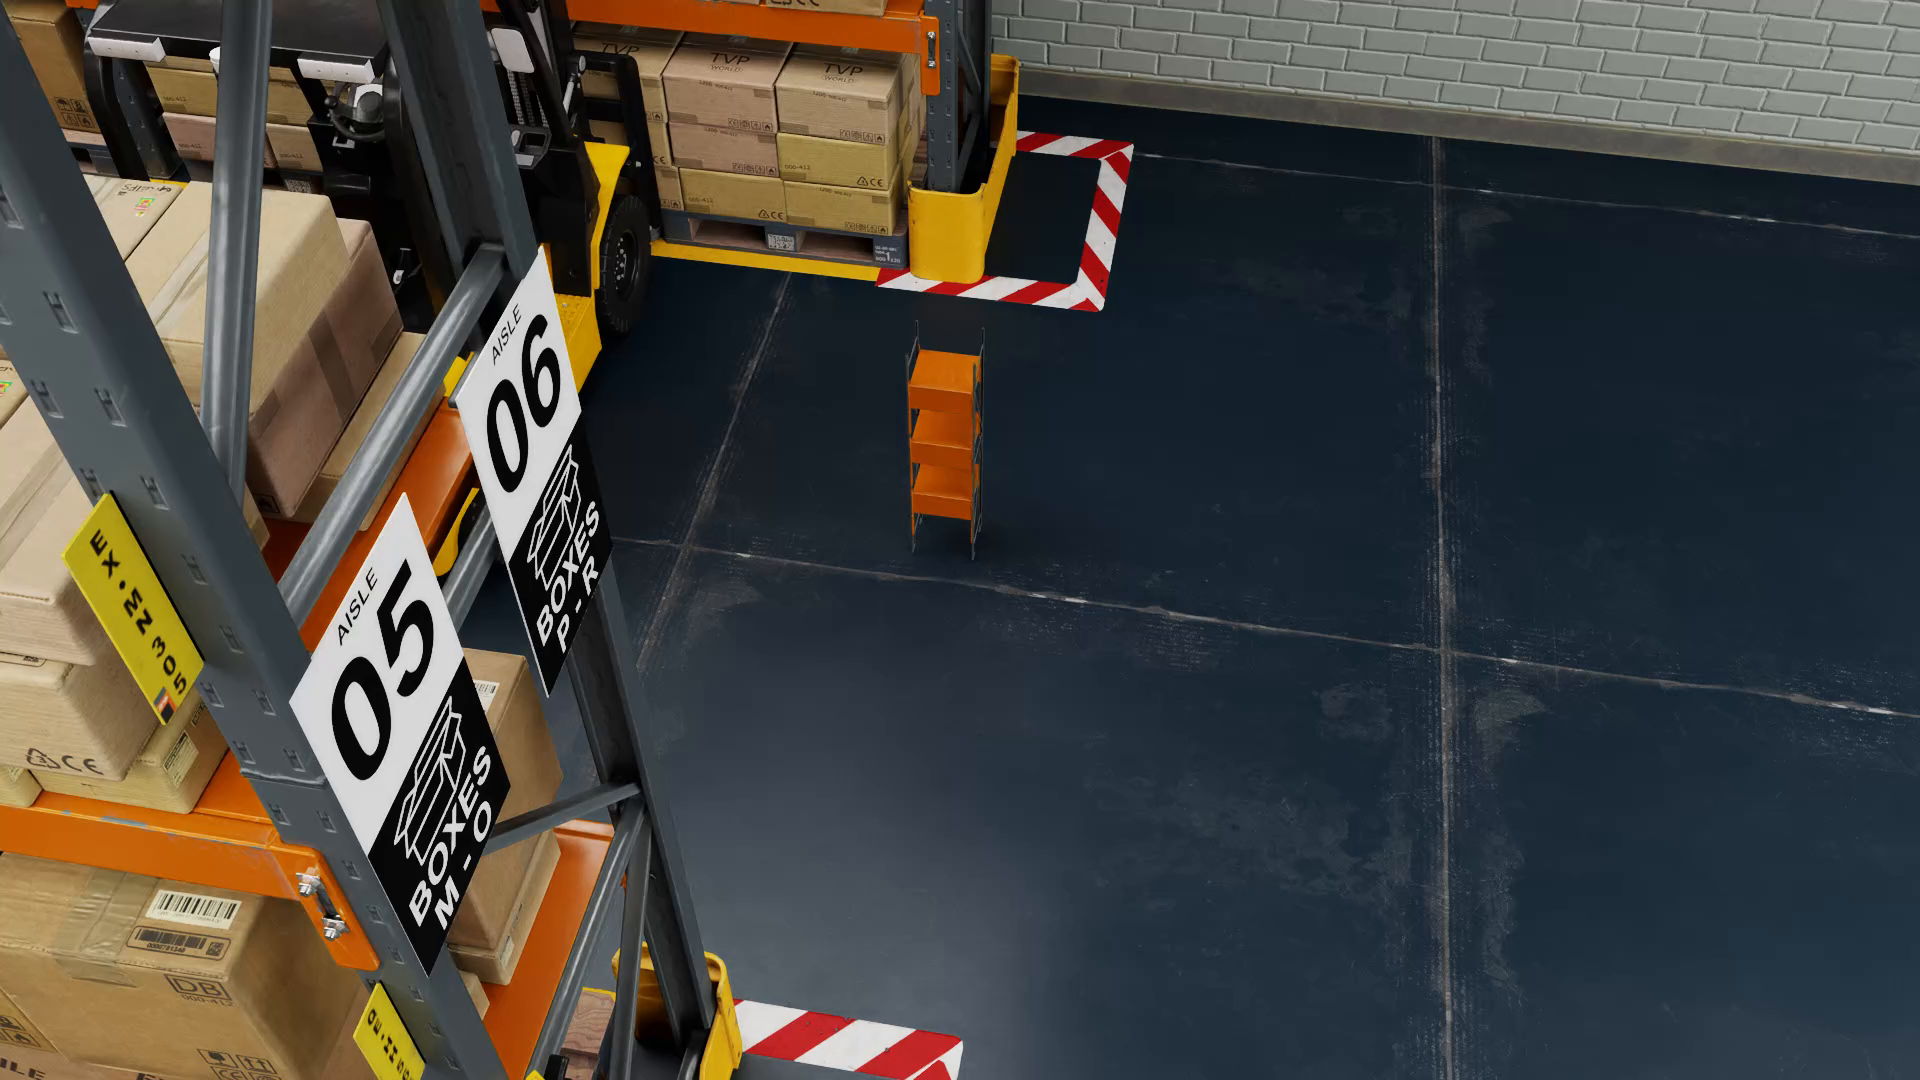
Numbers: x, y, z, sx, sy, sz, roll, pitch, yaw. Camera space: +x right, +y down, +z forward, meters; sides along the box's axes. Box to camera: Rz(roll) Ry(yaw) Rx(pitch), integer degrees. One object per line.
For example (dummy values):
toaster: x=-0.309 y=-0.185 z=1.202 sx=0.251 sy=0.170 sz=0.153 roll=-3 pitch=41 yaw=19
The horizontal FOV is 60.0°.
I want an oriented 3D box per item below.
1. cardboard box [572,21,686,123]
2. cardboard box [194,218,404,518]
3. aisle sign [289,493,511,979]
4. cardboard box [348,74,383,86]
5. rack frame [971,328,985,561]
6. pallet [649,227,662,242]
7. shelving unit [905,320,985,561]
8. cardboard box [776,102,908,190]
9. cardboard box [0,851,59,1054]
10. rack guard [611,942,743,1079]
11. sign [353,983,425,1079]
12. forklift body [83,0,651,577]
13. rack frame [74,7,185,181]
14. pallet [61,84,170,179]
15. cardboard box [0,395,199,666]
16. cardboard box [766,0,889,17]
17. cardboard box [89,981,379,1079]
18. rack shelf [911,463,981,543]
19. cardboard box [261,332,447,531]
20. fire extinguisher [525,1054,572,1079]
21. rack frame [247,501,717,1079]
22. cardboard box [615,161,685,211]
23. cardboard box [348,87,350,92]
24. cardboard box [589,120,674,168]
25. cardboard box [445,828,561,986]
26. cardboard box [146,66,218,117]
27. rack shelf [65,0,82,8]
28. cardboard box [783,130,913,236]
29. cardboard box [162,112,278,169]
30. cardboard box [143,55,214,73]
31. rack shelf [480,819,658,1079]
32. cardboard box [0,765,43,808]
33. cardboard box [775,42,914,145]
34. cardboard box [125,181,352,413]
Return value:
cardboard box: x=-1.508 y=-2.160 z=7.540 sx=0.500 sy=0.250 sz=0.500 roll=8 pitch=49 yaw=7
cardboard box: x=-1.325 y=-0.329 z=2.885 sx=0.500 sy=0.250 sz=0.500 roll=7 pitch=48 yaw=6
aisle sign: x=-0.868 y=0.336 z=2.655 sx=0.004 sy=0.787 sz=0.394 roll=8 pitch=49 yaw=7
cardboard box: x=-2.521 y=-2.308 z=7.673 sx=0.500 sy=0.250 sz=0.500 roll=9 pitch=49 yaw=8
rack frame: x=0.067 y=-0.342 z=6.323 sx=0.008 sy=1.050 sz=0.200 roll=8 pitch=49 yaw=7
pallet: x=-1.955 y=-1.951 z=8.333 sx=1.213 sy=0.211 sz=1.003 roll=8 pitch=49 yaw=7
shelving unit: x=-0.053 y=-0.358 z=6.338 sx=0.252 sy=1.050 sz=0.215 roll=8 pitch=49 yaw=7
cardboard box: x=-0.533 y=-1.873 z=7.619 sx=0.500 sy=0.250 sz=0.500 roll=7 pitch=48 yaw=6
cardboard box: x=-1.915 y=0.537 z=3.283 sx=0.500 sy=0.500 sz=0.700 roll=8 pitch=49 yaw=7
rack guard: x=-0.952 y=1.810 z=4.759 sx=0.348 sy=0.500 sz=1.175 roll=8 pitch=49 yaw=7
sign: x=-0.996 y=0.896 z=2.910 sx=0.005 sy=0.325 sz=0.100 roll=8 pitch=49 yaw=7
forklift body: x=-2.189 y=-1.281 z=6.427 sx=1.214 sy=2.155 sz=2.313 roll=8 pitch=49 yaw=7
rack frame: x=-3.934 y=-3.178 z=7.561 sx=0.127 sy=3.000 sz=1.000 roll=8 pitch=49 yaw=7
pallet: x=-4.666 y=-2.315 z=8.660 sx=1.213 sy=0.211 sz=1.003 roll=8 pitch=49 yaw=7
cardboard box: x=-1.262 y=-0.029 z=2.348 sx=0.250 sy=0.149 sz=0.380 roll=8 pitch=49 yaw=7
cardboard box: x=-0.529 y=-2.555 z=6.934 sx=0.500 sy=0.500 sz=0.500 roll=7 pitch=48 yaw=6
cardboard box: x=-1.460 y=0.982 z=3.556 sx=0.500 sy=0.500 sz=0.500 roll=7 pitch=48 yaw=6
rack shelf: x=-0.053 y=-0.165 z=6.552 sx=0.240 sy=0.259 sz=0.215 roll=8 pitch=49 yaw=7
cardboard box: x=-1.146 y=-0.215 z=3.051 sx=0.250 sy=0.149 sz=0.380 roll=8 pitch=49 yaw=7
fire extinguisher: x=-0.846 y=1.363 z=3.533 sx=0.183 sy=0.674 sz=0.296 roll=8 pitch=49 yaw=7
rack frame: x=-0.877 y=0.985 z=3.821 sx=0.127 sy=3.000 sz=1.000 roll=8 pitch=49 yaw=7
cardboard box: x=-1.495 y=-1.847 z=7.931 sx=0.500 sy=0.250 sz=0.500 roll=8 pitch=49 yaw=7
cardboard box: x=-2.525 y=-2.137 z=7.855 sx=0.500 sy=0.250 sz=0.500 roll=7 pitch=48 yaw=7
cardboard box: x=-1.536 y=-2.000 z=7.733 sx=0.500 sy=0.250 sz=0.500 roll=7 pitch=48 yaw=6
cardboard box: x=-1.175 y=0.872 z=4.091 sx=0.250 sy=0.149 sz=0.380 roll=8 pitch=49 yaw=7
cardboard box: x=-3.513 y=-2.277 z=7.981 sx=0.500 sy=0.250 sz=0.500 roll=7 pitch=48 yaw=7
rack shelf: x=-5.902 y=-3.202 z=8.066 sx=4.000 sy=0.370 sz=1.077 roll=8 pitch=49 yaw=7
cardboard box: x=-0.517 y=-1.701 z=7.800 sx=0.500 sy=0.250 sz=0.500 roll=8 pitch=49 yaw=7
cardboard box: x=-3.517 y=-2.093 z=8.152 sx=0.500 sy=0.250 sz=0.500 roll=8 pitch=49 yaw=7
cardboard box: x=-3.514 y=-2.440 z=7.792 sx=0.500 sy=0.250 sz=0.500 roll=7 pitch=48 yaw=6
rack shelf: x=-2.845 y=0.961 z=4.326 sx=4.000 sy=0.370 sz=1.077 roll=8 pitch=49 yaw=7
cardboard box: x=-1.529 y=0.215 z=2.665 sx=0.250 sy=0.149 sz=0.380 roll=8 pitch=49 yaw=7
cardboard box: x=-0.507 y=-2.037 z=7.430 sx=0.500 sy=0.250 sz=0.500 roll=9 pitch=49 yaw=8
cardboard box: x=-1.191 y=-0.397 z=2.678 sx=0.250 sy=0.149 sz=0.380 roll=7 pitch=48 yaw=7
